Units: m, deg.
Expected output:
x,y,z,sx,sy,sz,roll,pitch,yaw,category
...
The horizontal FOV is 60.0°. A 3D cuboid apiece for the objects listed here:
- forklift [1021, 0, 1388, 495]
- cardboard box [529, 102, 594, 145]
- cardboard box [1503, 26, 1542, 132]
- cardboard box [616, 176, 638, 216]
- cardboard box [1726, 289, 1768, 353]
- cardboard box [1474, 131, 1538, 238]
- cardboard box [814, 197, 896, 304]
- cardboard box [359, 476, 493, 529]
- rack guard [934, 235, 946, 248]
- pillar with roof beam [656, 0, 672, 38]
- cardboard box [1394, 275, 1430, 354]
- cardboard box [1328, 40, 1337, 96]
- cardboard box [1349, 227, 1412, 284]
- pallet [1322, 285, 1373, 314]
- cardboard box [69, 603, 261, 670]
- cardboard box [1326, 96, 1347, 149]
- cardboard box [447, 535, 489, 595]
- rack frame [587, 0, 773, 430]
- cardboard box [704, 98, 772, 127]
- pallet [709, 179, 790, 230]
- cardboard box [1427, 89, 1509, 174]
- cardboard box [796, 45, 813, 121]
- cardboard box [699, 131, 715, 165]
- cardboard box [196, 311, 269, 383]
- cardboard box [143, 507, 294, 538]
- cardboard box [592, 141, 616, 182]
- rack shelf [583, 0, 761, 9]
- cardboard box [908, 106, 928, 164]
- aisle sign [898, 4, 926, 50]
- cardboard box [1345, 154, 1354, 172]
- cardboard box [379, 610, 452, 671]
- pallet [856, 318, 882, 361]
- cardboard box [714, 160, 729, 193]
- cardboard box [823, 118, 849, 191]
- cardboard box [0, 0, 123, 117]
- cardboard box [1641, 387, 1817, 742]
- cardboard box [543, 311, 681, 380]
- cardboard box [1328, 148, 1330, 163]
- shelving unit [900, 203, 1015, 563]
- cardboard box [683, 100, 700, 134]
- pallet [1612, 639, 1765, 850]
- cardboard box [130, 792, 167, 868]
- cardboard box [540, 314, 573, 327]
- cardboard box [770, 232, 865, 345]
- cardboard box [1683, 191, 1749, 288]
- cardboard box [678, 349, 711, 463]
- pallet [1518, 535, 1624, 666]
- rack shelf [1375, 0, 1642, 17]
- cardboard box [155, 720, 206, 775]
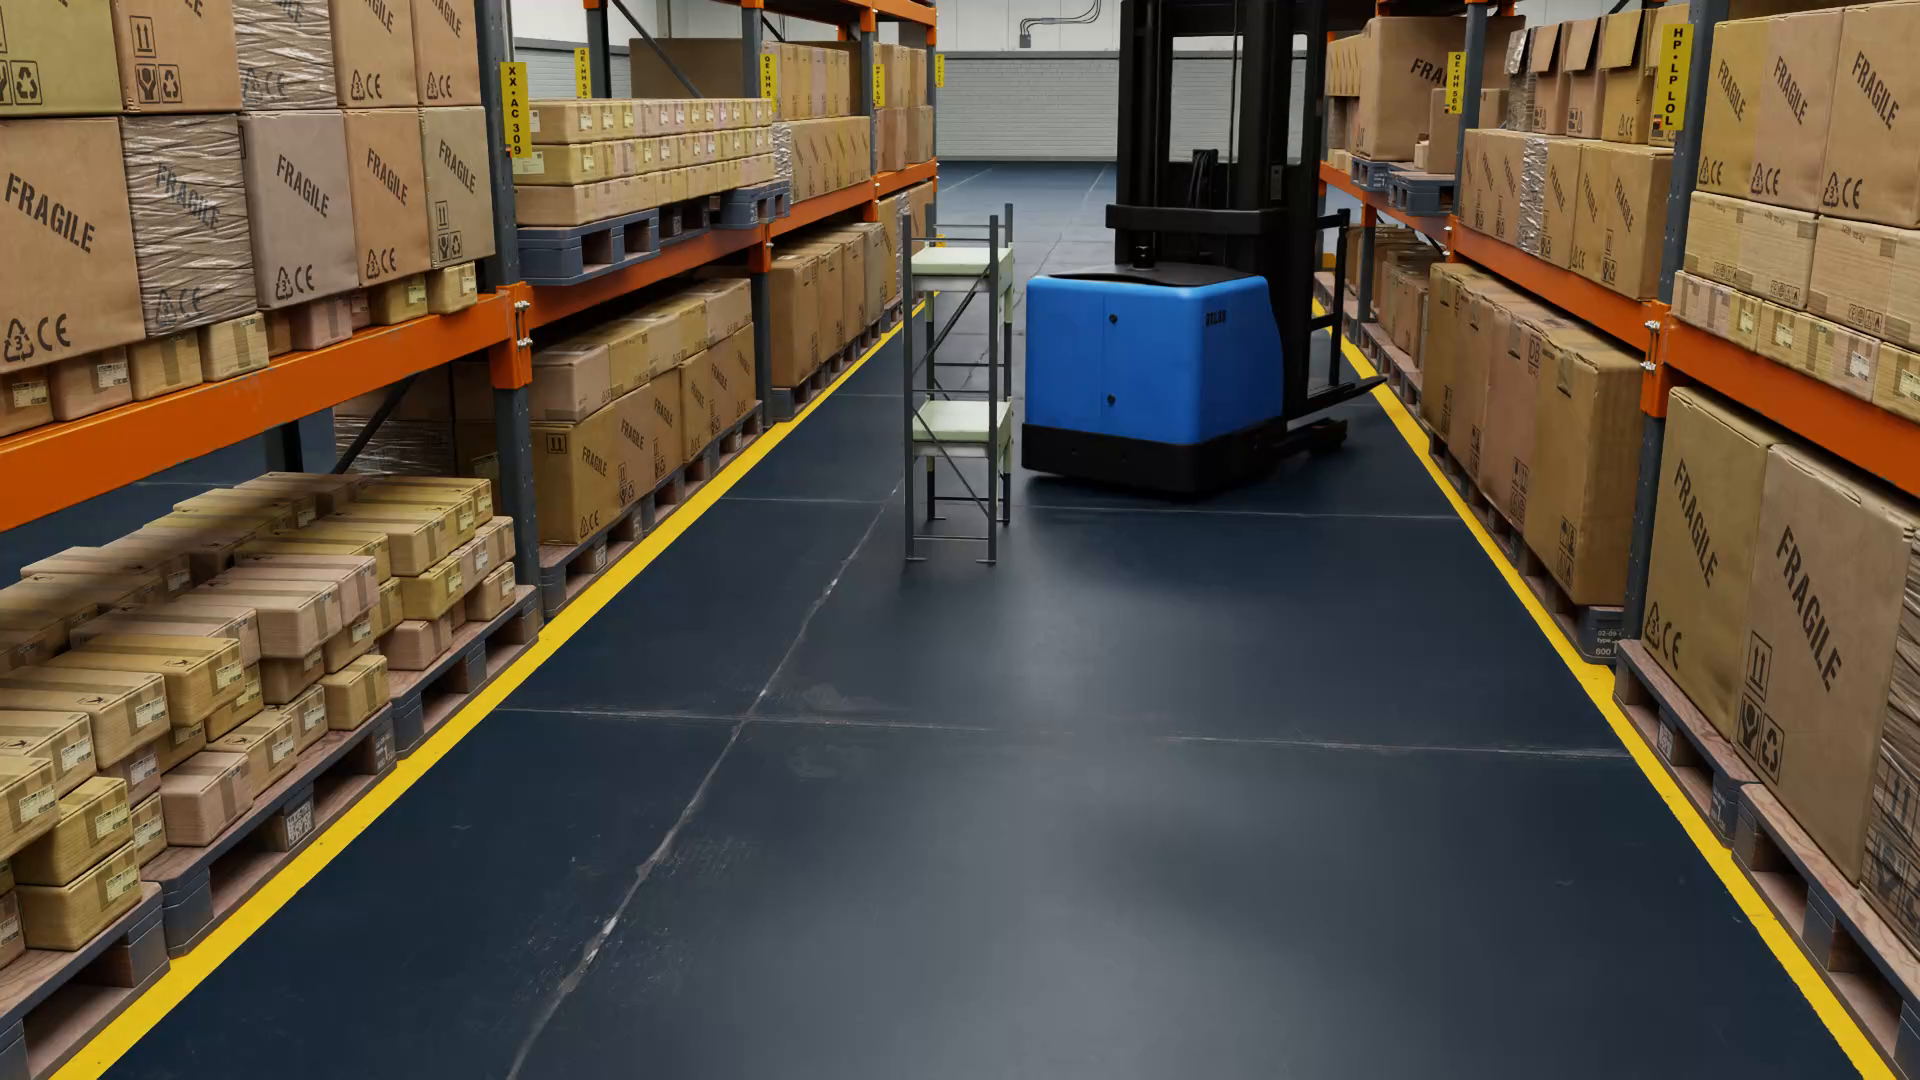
x,y,z,sx,sy,sz,roll,pitch,yaw,category
1.593,-1.972,9.341,1.130,2.935,3.031,11,18,34,forklift
-1.604,-1.566,6.245,0.380,0.149,0.250,2,15,9,cardboard box
3.164,-2.318,8.373,0.797,0.503,0.637,2,15,8,cardboard box
-1.547,-1.416,6.829,0.380,0.149,0.250,2,15,7,cardboard box
2.389,-0.612,4.660,0.380,0.149,0.250,2,15,8,cardboard box
2.881,-1.771,8.272,0.500,0.500,0.500,1,15,5,cardboard box
-1.062,-2.522,14.509,0.875,0.875,0.875,2,15,7,cardboard box
-1.887,-0.123,5.887,0.380,0.149,0.250,2,15,8,cardboard box
-0.749,-3.021,17.876,1.175,0.500,0.348,2,15,6,rack guard
-3.925,-14.882,45.460,9.100,9.000,0.400,2,15,6,pillar with roof beam
3.488,-1.590,11.743,0.700,0.500,0.500,0,15,1,cardboard box
3.769,-4.460,15.731,0.500,0.500,0.500,2,15,6,cardboard box
4.045,-2.728,15.987,0.500,0.500,0.500,6,16,21,cardboard box
3.890,-2.158,15.239,1.003,0.211,1.213,2,15,6,pallet
-2.098,0.279,4.402,0.380,0.149,0.250,2,15,6,cardboard box
4.076,-4.099,16.313,0.875,0.500,0.500,2,15,6,cardboard box
-1.844,0.082,5.698,0.380,0.149,0.250,1,15,4,cardboard box
-1.654,-2.147,9.854,1.000,3.000,0.127,2,15,6,rack frame
-1.254,-2.375,9.234,0.380,0.149,0.250,1,15,4,cardboard box
-1.629,-1.866,9.184,1.213,0.211,1.003,2,15,6,pallet
3.247,-2.514,10.217,0.700,0.500,0.500,4,16,15,cardboard box
-1.425,-3.190,11.608,0.700,0.500,0.500,2,15,6,cardboard box
-1.401,-1.895,8.032,0.380,0.149,0.250,2,15,8,cardboard box
-2.010,-0.499,4.243,0.380,0.149,0.250,2,15,7,cardboard box
-2.420,-0.003,5.443,0.380,0.149,0.250,1,15,5,cardboard box
-1.577,-1.490,6.533,0.380,0.149,0.250,1,15,5,cardboard box
-1.880,-2.729,7.638,1.077,0.370,4.000,2,15,6,rack shelf
-0.789,-4.053,16.617,0.875,0.550,0.550,2,15,6,cardboard box
-0.446,-5.486,17.223,0.394,0.787,0.004,2,15,6,aisle sign
3.630,-3.343,14.761,0.380,0.149,0.250,2,15,6,cardboard box
-1.889,0.312,5.420,0.380,0.149,0.250,1,15,4,cardboard box
-1.215,-1.636,13.306,1.003,0.211,1.213,2,15,6,pallet
-1.372,-1.821,8.327,0.380,0.149,0.250,1,15,4,cardboard box
-1.110,-2.827,12.178,0.500,0.500,0.500,2,15,7,cardboard box
-2.111,-1.120,3.381,0.500,0.500,0.500,1,15,5,cardboard box
2.657,0.055,4.978,0.875,0.875,0.875,2,15,6,cardboard box
-1.640,-0.921,7.870,0.500,0.250,0.500,2,15,8,cardboard box
3.849,-3.797,16.438,0.380,0.149,0.250,2,15,6,cardboard box
0.001,-0.726,7.473,0.431,1.500,0.755,2,15,6,shelving unit
-1.432,-1.972,7.744,0.380,0.149,0.250,2,15,8,cardboard box
2.648,0.604,5.023,1.003,0.211,1.213,2,15,6,pallet
-2.139,0.708,3.953,0.380,0.149,0.250,2,15,6,cardboard box
-2.156,-0.938,7.933,0.500,0.250,0.500,1,15,4,cardboard box
-1.296,-1.887,12.399,1.050,0.750,0.750,2,15,6,cardboard box
2.498,-0.894,4.938,0.500,0.250,0.500,1,15,5,cardboard box
-1.575,-0.692,8.459,0.500,0.500,0.500,1,15,4,cardboard box
2.823,0.207,6.492,1.003,0.211,1.213,2,15,6,pallet
3.488,-3.594,10.837,1.077,0.370,4.000,2,15,6,rack shelf
-2.154,0.488,4.198,0.380,0.149,0.250,2,15,9,cardboard box
